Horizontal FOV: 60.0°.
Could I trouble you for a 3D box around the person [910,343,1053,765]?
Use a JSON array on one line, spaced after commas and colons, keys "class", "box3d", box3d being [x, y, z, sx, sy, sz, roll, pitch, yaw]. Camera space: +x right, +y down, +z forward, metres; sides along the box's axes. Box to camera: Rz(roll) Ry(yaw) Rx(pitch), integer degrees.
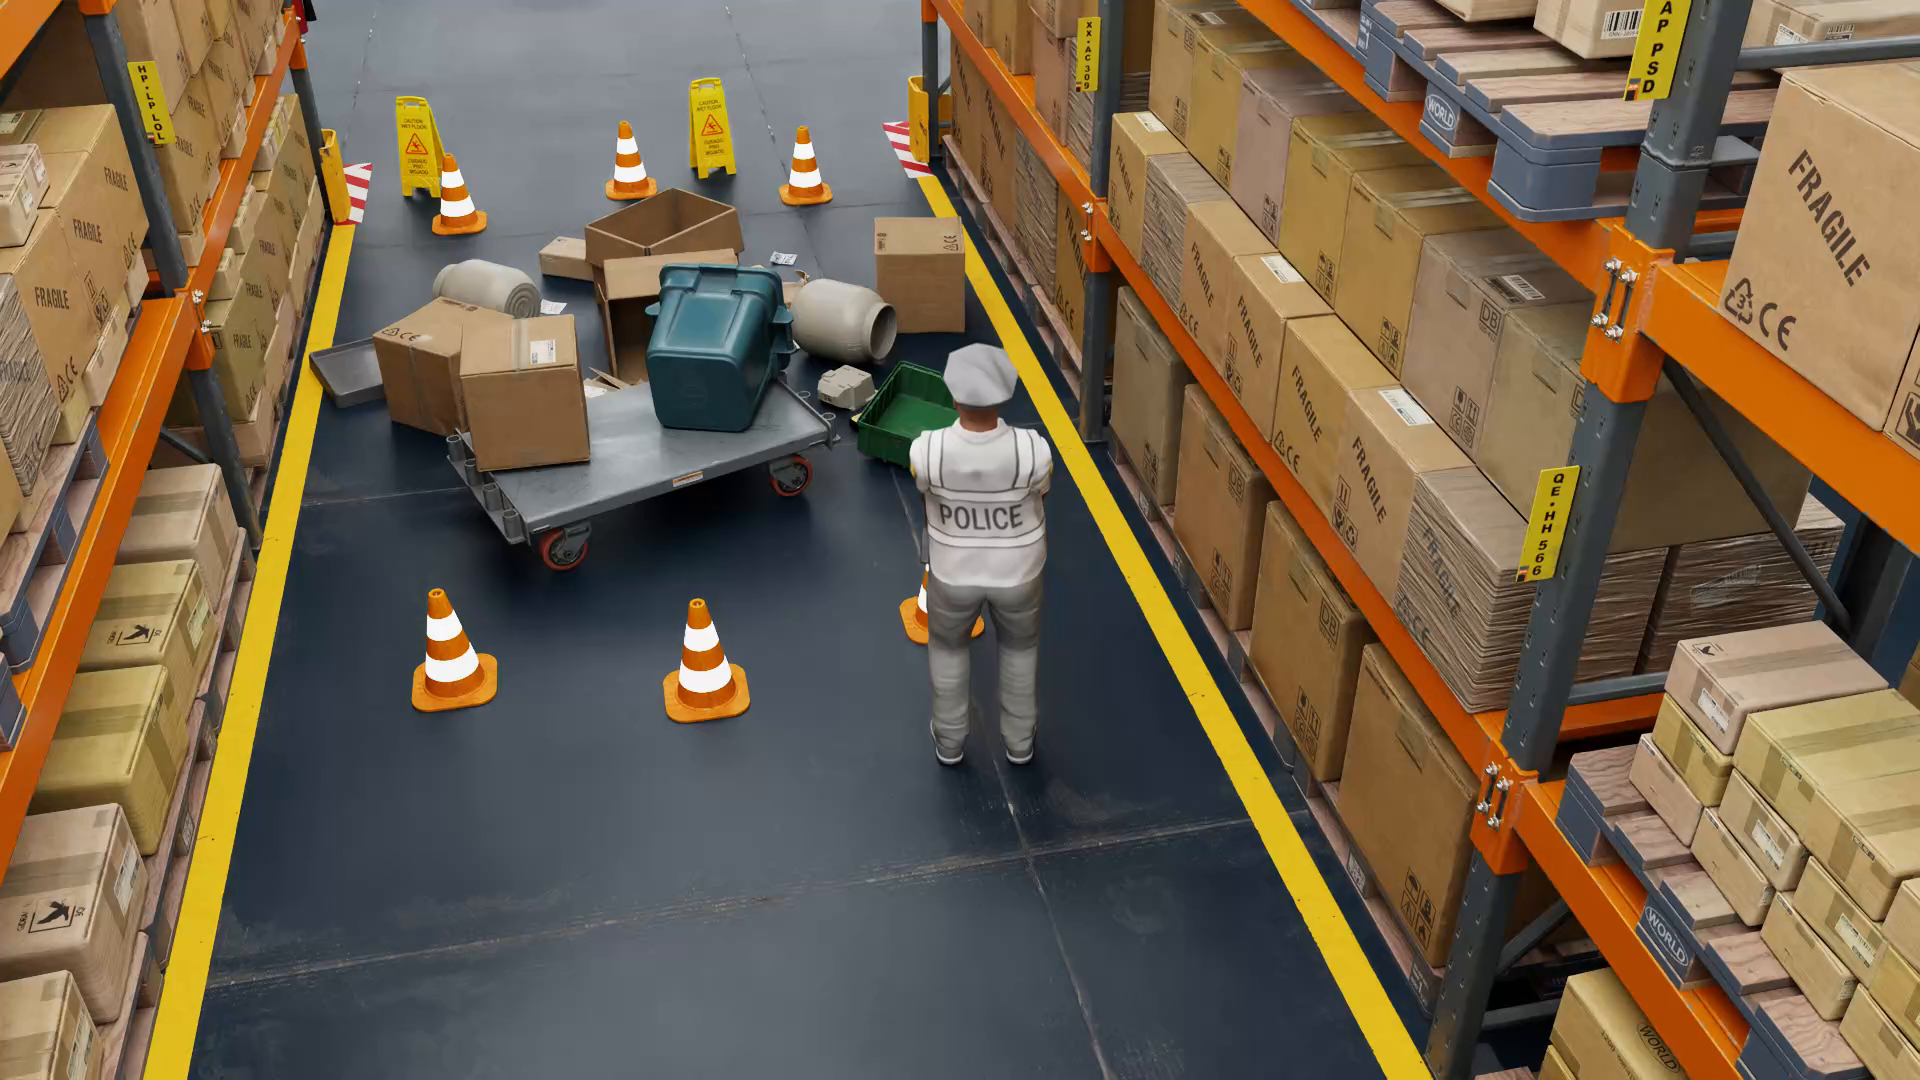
[{"class": "person", "box3d": [0.074, 0.032, 6.073, 0.494, 1.767, 0.572, 0, 34, 0]}]
